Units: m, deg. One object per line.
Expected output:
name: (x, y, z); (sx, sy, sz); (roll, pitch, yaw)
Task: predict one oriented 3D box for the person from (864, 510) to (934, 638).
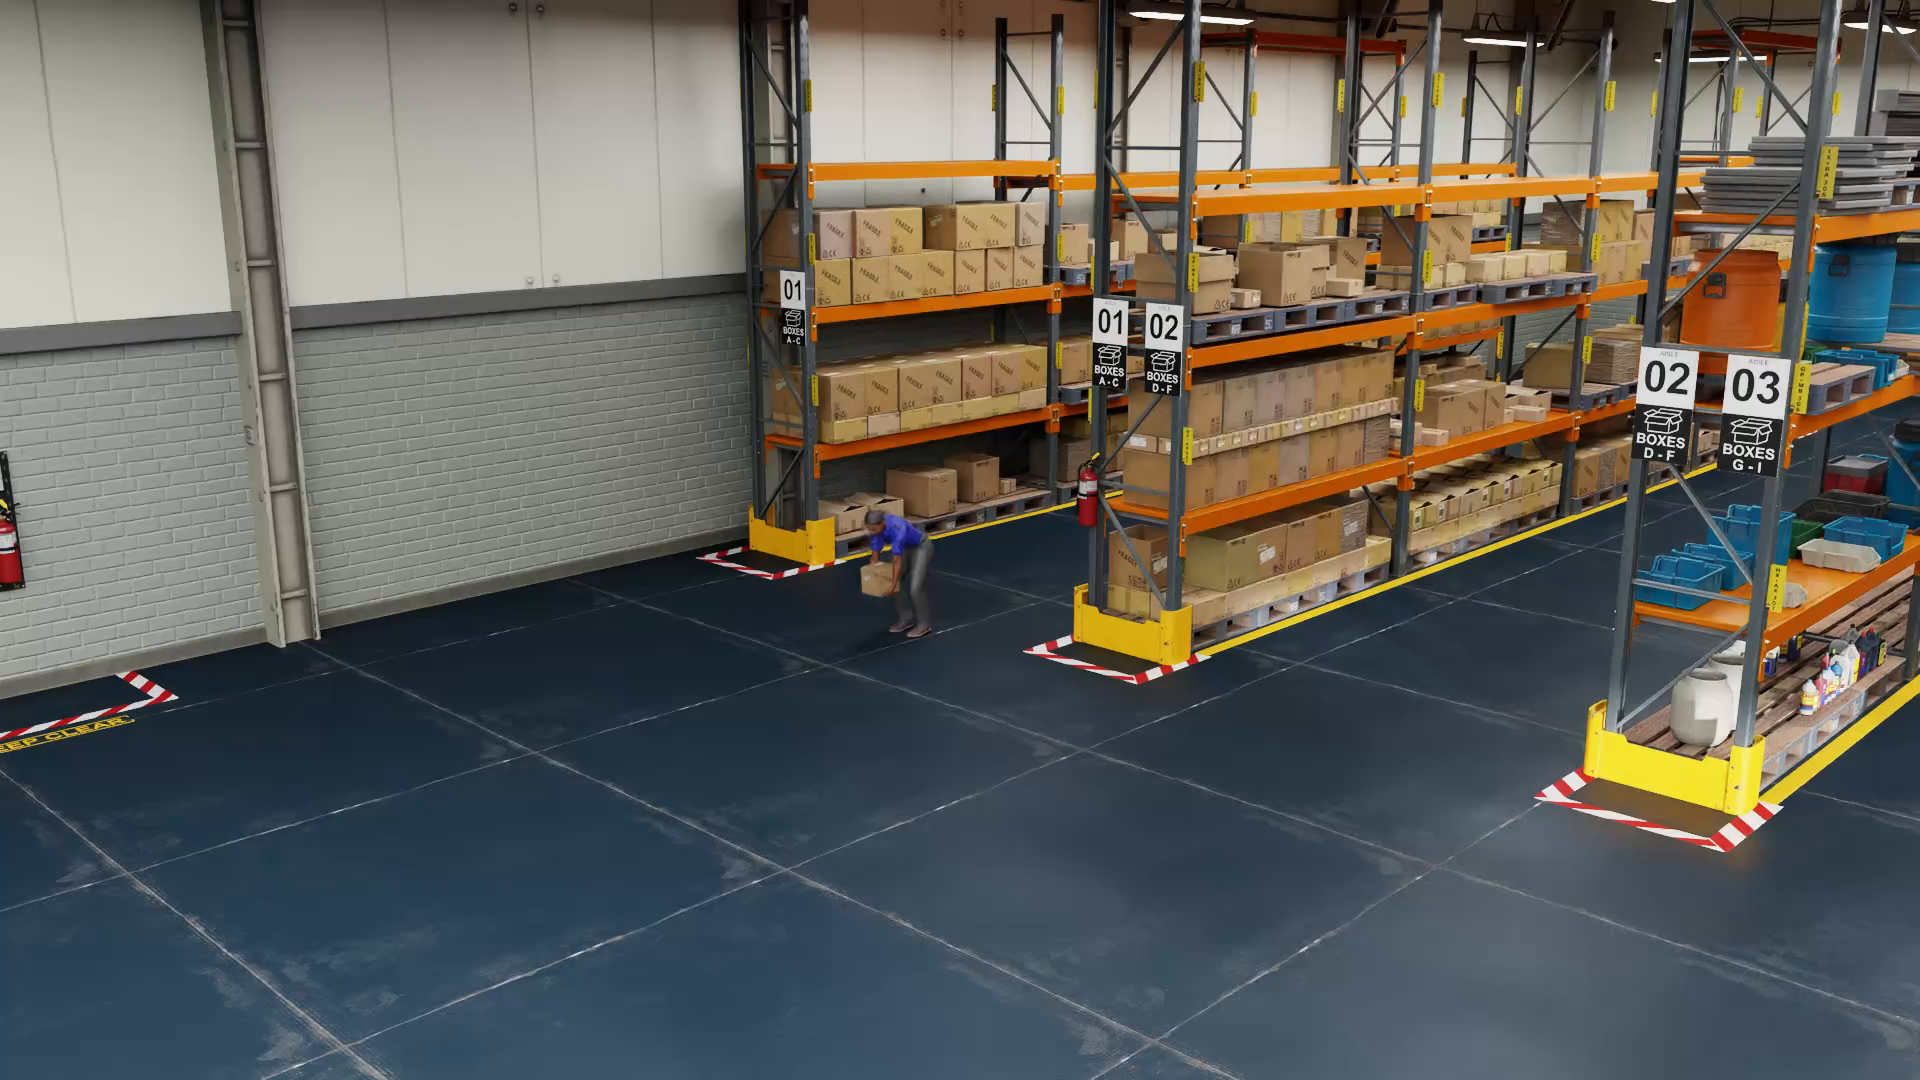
person: (-0.596, 0.294, 15.620); (0.420, 1.280, 0.803); (12, 18, 41)
